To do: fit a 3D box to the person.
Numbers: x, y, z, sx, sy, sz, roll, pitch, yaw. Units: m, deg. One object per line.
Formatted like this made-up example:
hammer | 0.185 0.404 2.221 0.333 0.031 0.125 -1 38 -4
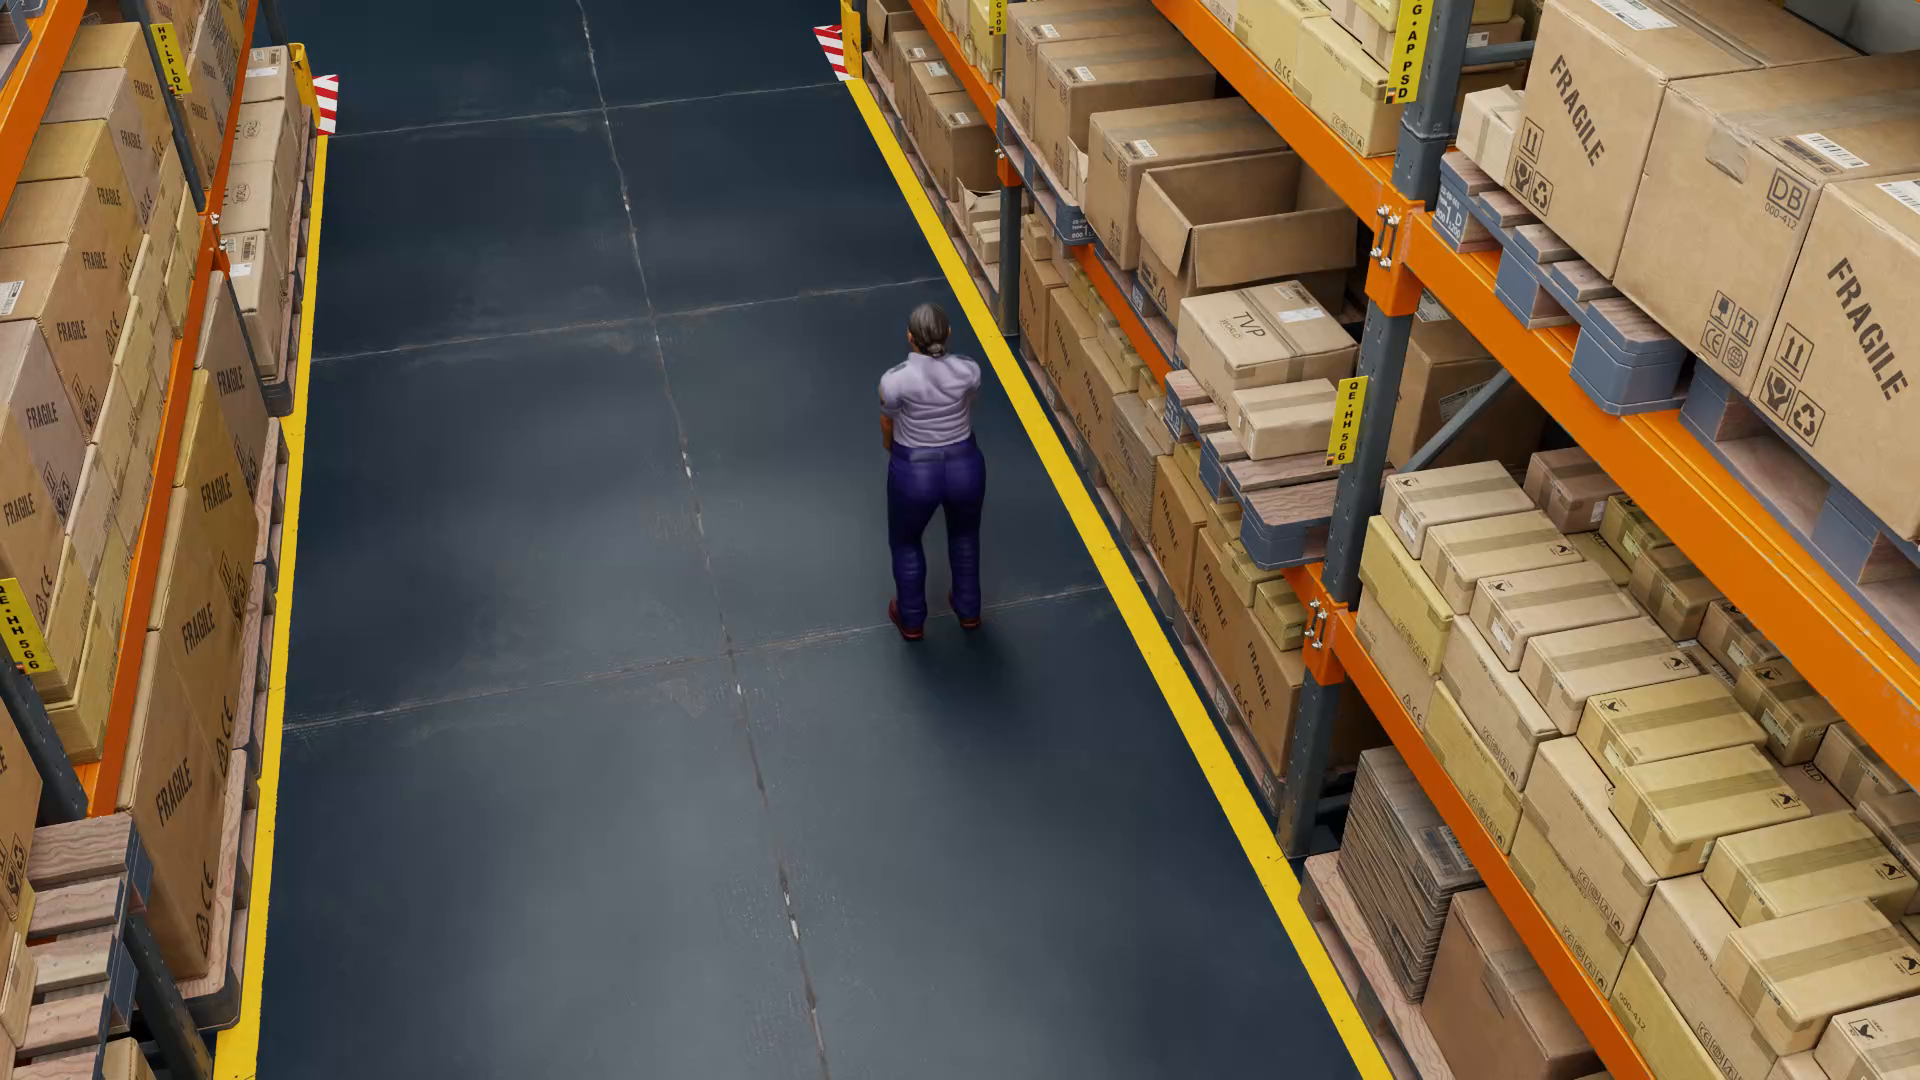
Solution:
person | -0.111 -0.291 7.083 0.516 1.656 0.384 -10 40 -13
